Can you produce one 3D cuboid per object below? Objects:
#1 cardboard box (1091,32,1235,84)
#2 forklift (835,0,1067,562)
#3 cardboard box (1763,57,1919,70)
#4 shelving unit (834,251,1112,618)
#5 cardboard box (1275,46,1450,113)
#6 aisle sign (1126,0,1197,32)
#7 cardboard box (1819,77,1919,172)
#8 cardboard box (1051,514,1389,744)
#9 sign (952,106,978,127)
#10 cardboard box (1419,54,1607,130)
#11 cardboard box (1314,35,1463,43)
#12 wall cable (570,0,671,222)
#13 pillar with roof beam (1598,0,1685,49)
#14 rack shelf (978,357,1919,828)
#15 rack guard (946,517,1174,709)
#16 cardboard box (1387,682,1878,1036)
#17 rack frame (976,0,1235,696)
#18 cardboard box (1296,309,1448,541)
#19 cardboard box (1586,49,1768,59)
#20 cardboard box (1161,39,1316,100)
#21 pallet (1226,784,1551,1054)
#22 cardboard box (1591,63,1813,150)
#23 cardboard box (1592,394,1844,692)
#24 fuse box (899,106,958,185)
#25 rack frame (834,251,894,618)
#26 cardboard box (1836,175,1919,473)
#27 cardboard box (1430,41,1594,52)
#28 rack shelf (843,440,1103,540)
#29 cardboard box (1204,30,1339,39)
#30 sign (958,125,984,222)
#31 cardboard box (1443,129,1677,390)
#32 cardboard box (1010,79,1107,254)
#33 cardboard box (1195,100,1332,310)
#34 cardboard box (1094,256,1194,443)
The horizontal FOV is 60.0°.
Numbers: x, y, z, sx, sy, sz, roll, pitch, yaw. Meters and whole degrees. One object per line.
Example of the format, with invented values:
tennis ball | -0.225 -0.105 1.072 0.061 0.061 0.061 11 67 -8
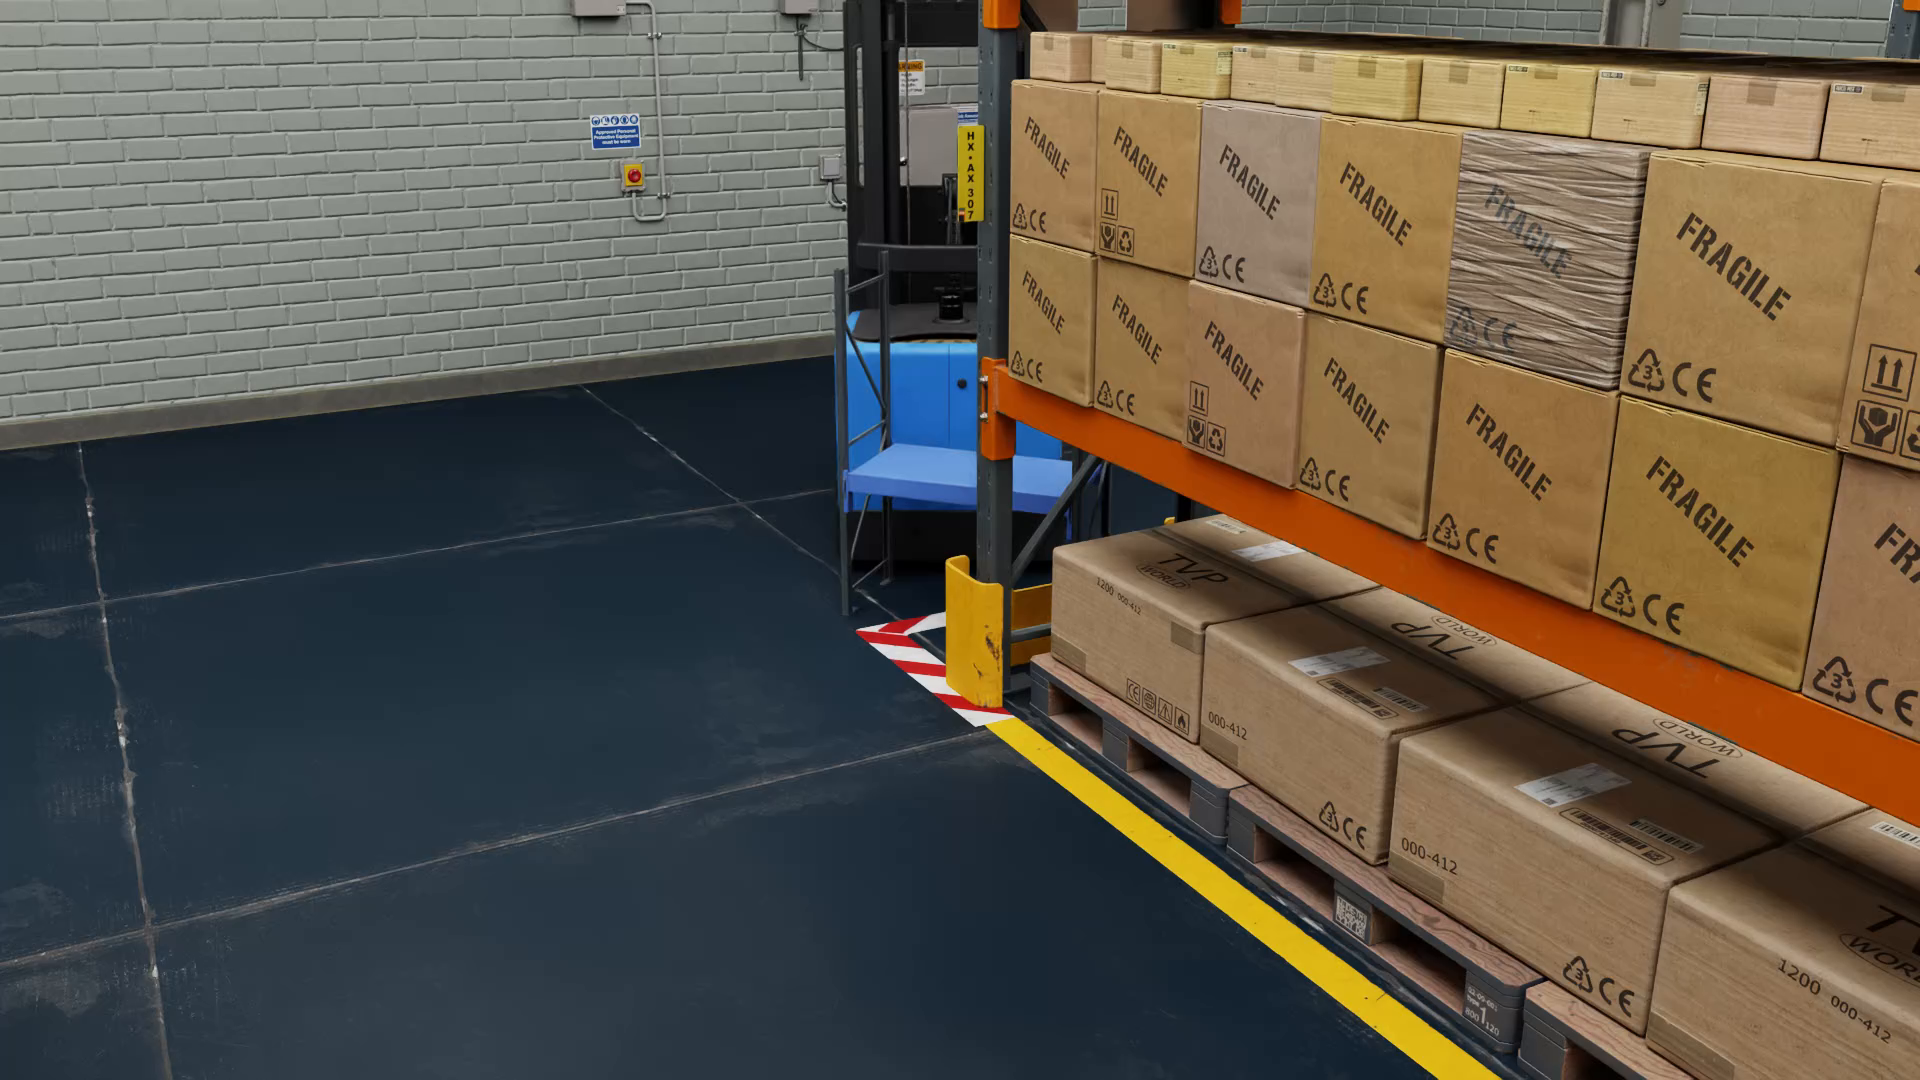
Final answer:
cardboard box | 0.641 -1.523 5.265 0.380 0.149 0.250 -9 21 -25
forklift | -0.019 -1.714 8.606 1.130 2.935 3.031 0 19 1
cardboard box | 2.048 -1.014 3.790 0.380 0.149 0.250 -11 22 -28
shelving unit | 0.069 -0.394 6.974 1.048 1.500 0.538 7 20 19
cardboard box | 1.057 -1.212 4.365 0.380 0.149 0.250 -10 21 -26
aisle sign | 0.768 -2.203 5.930 0.394 0.787 0.004 -10 21 -27
cardboard box | 1.863 -0.788 3.136 0.380 0.149 0.250 -10 21 -27
cardboard box | 0.931 0.282 6.001 0.875 0.438 0.875 -11 22 -28
sign | 0.085 -2.895 12.067 0.329 0.494 0.001 -10 21 -27
cardboard box | 1.321 -1.067 3.946 0.380 0.149 0.250 -10 21 -27
cardboard box | 1.298 -1.451 5.056 0.380 0.149 0.250 -9 21 -25
wall cable | -2.169 -3.015 10.665 0.585 1.953 0.123 -10 21 -27
pillar with roof beam | 0.620 -4.758 8.123 9.100 9.000 0.400 -10 21 -27
rack shelf | 1.479 0.009 4.609 1.077 0.370 4.000 -10 21 -27
rack guard | 0.518 0.270 6.583 1.175 0.500 0.348 -10 21 -27
cardboard box | 1.799 0.802 4.492 0.875 0.438 0.875 -11 22 -28
rack frame | 0.529 -0.905 6.155 1.000 3.000 0.127 -10 21 -27
cardboard box | 1.247 -0.339 4.362 0.500 0.500 0.500 -9 21 -25
cardboard box | 1.800 -1.154 4.197 0.380 0.149 0.250 -10 21 -26
cardboard box | 0.805 -1.357 4.786 0.380 0.149 0.250 -11 22 -28
pallet | 1.553 0.980 4.967 1.003 0.211 1.213 -10 21 -27
cardboard box | 1.576 -0.924 3.530 0.380 0.149 0.250 -10 21 -27
cardboard box | 1.734 -0.044 3.508 0.500 0.500 0.500 -11 22 -28
fuse box | -0.251 -2.194 11.868 0.539 1.711 0.414 -10 21 -27
rack frame | -0.407 -0.452 7.143 0.032 1.500 0.500 7 20 19
cardboard box | 1.962 -0.369 2.917 0.500 0.500 0.500 -10 21 -27
cardboard box | 1.530 -1.302 4.625 0.380 0.149 0.250 -9 21 -25
rack shelf | 0.069 -0.224 7.033 1.000 0.185 0.538 7 20 19
cardboard box | 1.018 -1.590 5.461 0.380 0.149 0.250 -10 21 -26
sign | 0.038 -1.267 5.757 0.100 0.325 0.005 -10 21 -27
cardboard box | 1.478 -0.661 3.762 0.500 0.500 0.500 -10 21 -26
cardboard box | 0.506 -1.243 5.449 0.500 0.500 0.500 -11 22 -28
cardboard box | 1.009 -0.949 4.597 0.500 0.500 0.500 -10 21 -27
cardboard box | 0.769 -0.629 5.203 0.500 0.500 0.500 -10 22 -27
